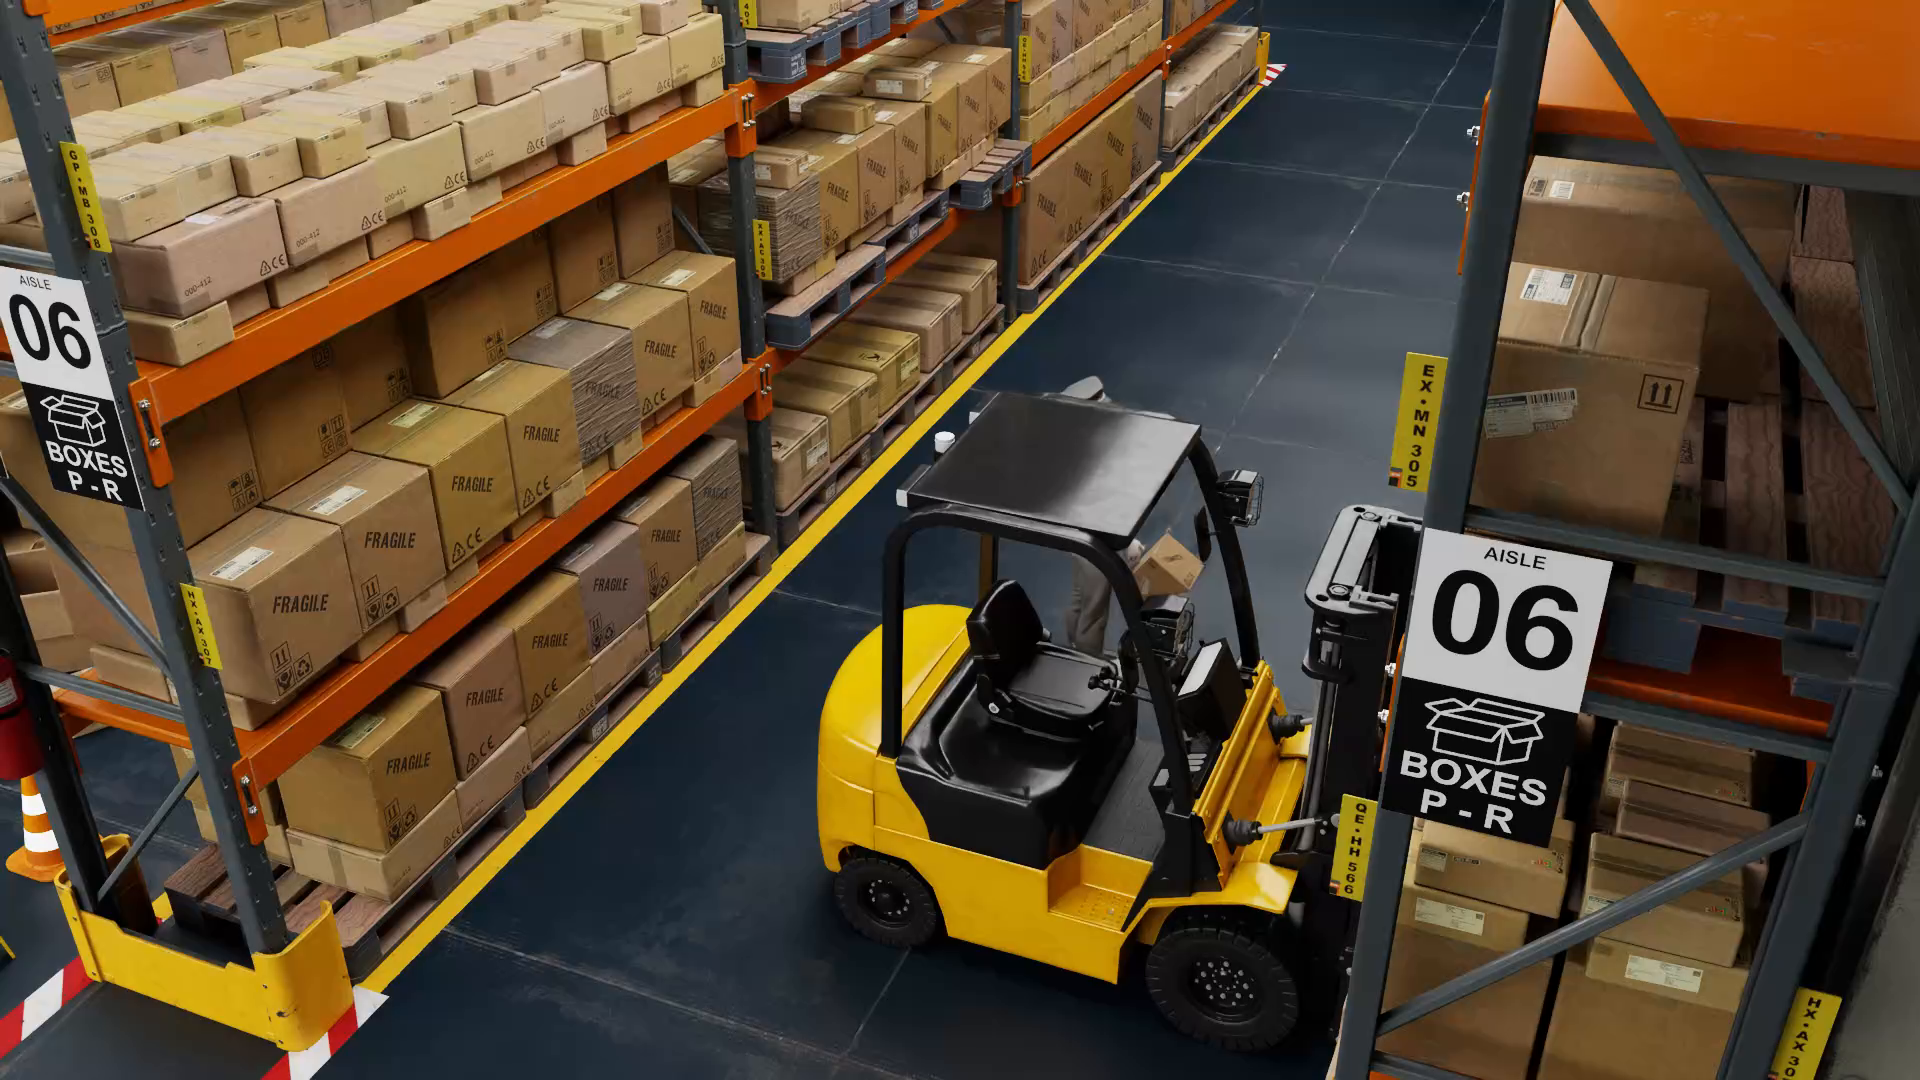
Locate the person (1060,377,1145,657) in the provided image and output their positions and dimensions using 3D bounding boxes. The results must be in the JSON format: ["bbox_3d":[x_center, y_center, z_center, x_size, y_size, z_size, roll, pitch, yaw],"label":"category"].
[{"bbox_3d":[0.682,-0.019,8.366,0.452,1.702,0.539,-3,30,-5],"label":"person"}]
